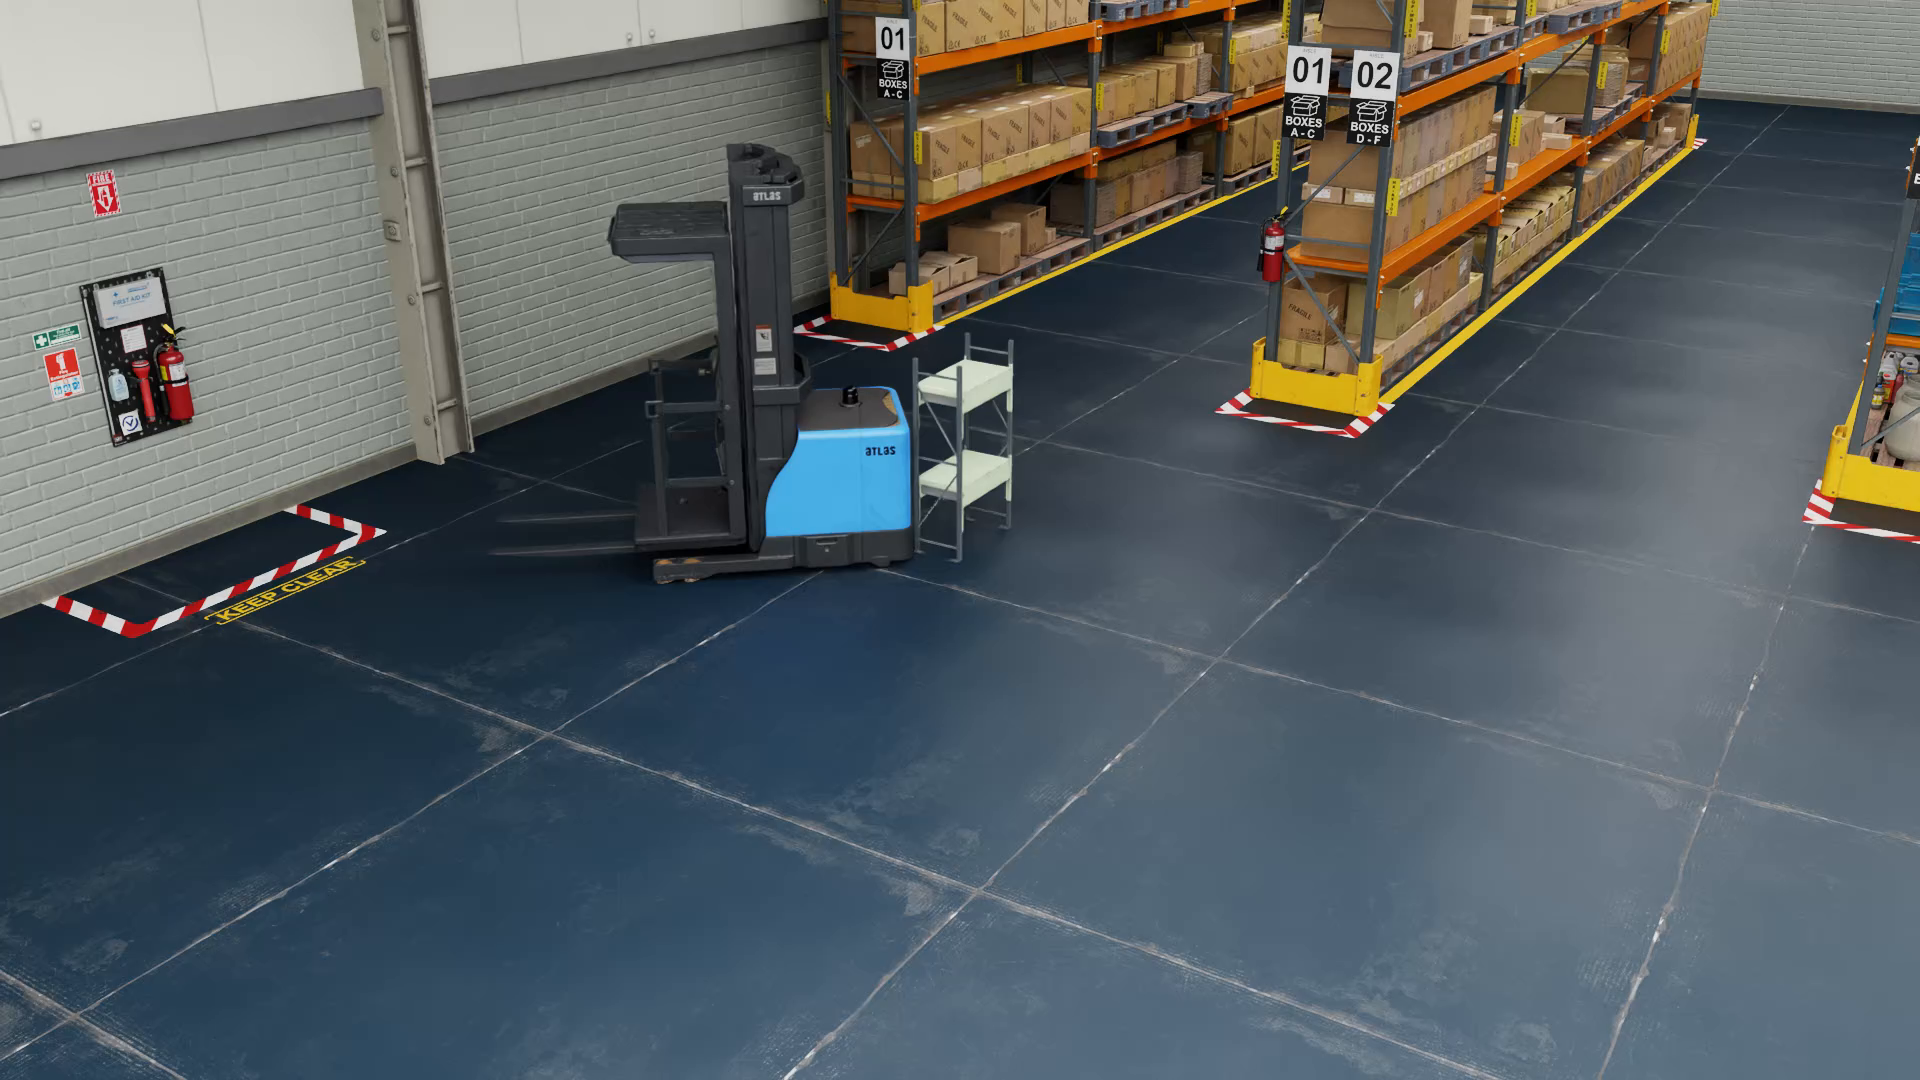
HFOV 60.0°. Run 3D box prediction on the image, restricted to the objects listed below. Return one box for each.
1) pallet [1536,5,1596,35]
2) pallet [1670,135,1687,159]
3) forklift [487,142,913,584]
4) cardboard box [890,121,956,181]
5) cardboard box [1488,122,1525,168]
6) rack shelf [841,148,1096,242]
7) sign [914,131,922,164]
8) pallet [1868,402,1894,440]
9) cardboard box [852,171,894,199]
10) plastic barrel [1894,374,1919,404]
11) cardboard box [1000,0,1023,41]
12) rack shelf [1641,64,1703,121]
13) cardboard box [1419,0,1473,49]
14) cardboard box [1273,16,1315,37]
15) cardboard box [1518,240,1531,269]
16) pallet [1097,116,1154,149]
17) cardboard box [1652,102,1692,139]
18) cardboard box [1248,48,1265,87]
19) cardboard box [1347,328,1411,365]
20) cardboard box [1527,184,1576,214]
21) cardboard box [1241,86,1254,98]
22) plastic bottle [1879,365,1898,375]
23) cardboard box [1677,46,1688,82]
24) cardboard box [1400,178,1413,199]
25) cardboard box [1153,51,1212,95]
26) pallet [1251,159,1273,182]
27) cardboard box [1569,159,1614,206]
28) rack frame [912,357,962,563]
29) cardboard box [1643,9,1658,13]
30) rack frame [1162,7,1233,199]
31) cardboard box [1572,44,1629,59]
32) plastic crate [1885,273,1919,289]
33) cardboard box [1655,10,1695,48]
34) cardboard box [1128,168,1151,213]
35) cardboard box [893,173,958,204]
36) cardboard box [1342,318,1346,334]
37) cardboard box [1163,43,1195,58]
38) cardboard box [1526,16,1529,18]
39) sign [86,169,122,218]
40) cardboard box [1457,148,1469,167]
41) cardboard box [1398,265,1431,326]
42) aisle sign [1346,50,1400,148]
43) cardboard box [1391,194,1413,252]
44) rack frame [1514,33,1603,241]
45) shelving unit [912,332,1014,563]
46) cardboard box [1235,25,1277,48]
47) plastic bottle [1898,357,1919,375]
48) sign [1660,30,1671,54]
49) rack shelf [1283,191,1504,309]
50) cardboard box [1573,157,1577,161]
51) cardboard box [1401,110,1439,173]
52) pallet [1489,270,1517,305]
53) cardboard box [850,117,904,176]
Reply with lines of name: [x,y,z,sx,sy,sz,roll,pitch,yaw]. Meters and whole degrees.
pallet: [6.669,-6.046,19.238,1.003,0.211,1.213,15,28,31]
pallet: [11.299,-6.507,27.352,1.003,0.211,1.213,14,27,29]
forklift: [-1.901,-1.258,11.802,3.031,2.935,1.130,-3,24,-8]
cardboard box: [-0.384,-4.101,17.504,0.500,0.500,0.500,14,27,29]
cardboard box: [6.126,-4.511,19.105,0.500,0.500,0.500,16,28,33]
rack shelf: [0.163,-4.064,19.102,1.077,0.370,4.000,14,27,29]
sign: [-0.431,-4.002,16.965,0.100,0.325,0.005,14,27,29]
pallet: [8.603,-1.082,14.818,1.003,0.211,1.213,14,27,29]
cardboard box: [-0.810,-3.857,17.884,0.500,0.250,0.500,14,27,30]
plastic barrel: [8.072,-1.101,13.956,0.421,0.512,0.421,0,23,0]
cardboard box: [0.346,-5.746,18.156,0.500,0.500,0.500,16,28,32]
rack shelf: [10.704,-7.077,26.063,1.077,0.370,4.000,14,27,29]
cardboard box: [4.427,-4.864,15.440,0.500,0.500,0.500,14,27,29]
cardboard box: [5.131,-7.923,25.642,0.500,0.250,0.500,15,27,30]
cardboard box: [6.394,-3.395,19.584,0.500,0.250,0.500,13,27,27]
pallet: [1.745,-5.208,21.082,1.003,0.211,1.213,14,27,29]
cardboard box: [11.681,-6.902,27.345,0.500,0.500,0.500,14,27,29]
cardboard box: [4.086,-6.895,24.213,0.500,0.500,0.500,15,28,31]
cardboard box: [4.051,-1.917,16.170,0.500,0.250,0.500,14,27,29]
cardboard box: [7.472,-4.342,21.066,0.500,0.311,0.500,15,27,30]
cardboard box: [4.051,-6.530,24.186,0.380,0.149,0.250,15,27,31]
plastic bottle: [8.351,-1.432,14.993,0.152,0.276,0.135,13,27,28]
cardboard box: [10.949,-7.407,25.793,0.500,0.500,0.500,13,27,28]
cardboard box: [3.979,-3.286,15.459,0.380,0.149,0.250,14,27,29]
cardboard box: [3.089,-6.506,23.159,0.700,0.500,0.500,11,26,23]
pallet: [4.453,-5.799,25.717,1.003,0.211,1.213,14,27,29]
cardboard box: [8.562,-4.877,22.667,0.500,0.500,0.500,13,27,28]
rack frame: [-0.160,-0.565,12.003,0.400,1.500,0.023,13,27,28]
cardboard box: [10.496,-7.975,25.847,0.500,0.500,0.500,14,27,28]
rack frame: [3.328,-6.419,23.637,1.000,3.000,0.127,14,27,29]
cardboard box: [9.209,-6.858,23.996,0.700,0.500,0.500,5,24,11]
plastic crate: [7.882,-2.024,13.672,0.499,0.251,0.408,14,27,29]
cardboard box: [10.951,-7.859,25.579,0.500,0.500,0.500,15,27,31]
cardboard box: [2.126,-4.724,22.315,0.700,0.500,0.500,14,27,30]
cardboard box: [-0.364,-3.757,17.653,0.500,0.250,0.500,13,27,27]
cardboard box: [3.604,-2.027,16.424,0.500,0.250,0.500,14,27,29]
cardboard box: [3.015,-6.730,22.859,0.380,0.149,0.250,9,25,20]
cardboard box: [6.049,-5.924,18.379,0.500,0.250,0.500,11,26,24]
sign: [-5.847,-2.367,11.360,0.001,0.298,0.199,14,27,29]
cardboard box: [4.929,-3.896,16.867,0.380,0.149,0.250,14,27,29]
cardboard box: [4.306,-2.432,16.416,0.500,0.500,0.500,14,27,29]
aisle sign: [3.544,-3.788,14.289,0.394,0.787,0.004,14,27,29]
cardboard box: [3.849,-3.061,15.755,0.700,0.500,0.500,15,27,30]
rack frame: [7.539,-5.382,21.242,1.000,3.000,0.127,14,27,29]
shelving unit: [0.028,-0.690,12.291,0.431,1.500,0.755,13,27,28]
cardboard box: [4.330,-7.405,24.445,0.500,0.250,0.500,14,27,29]
plastic bottle: [8.672,-1.529,15.217,0.152,0.276,0.135,14,27,29]
sign: [10.122,-7.148,23.865,0.100,0.325,0.005,14,27,29]
rack shelf: [4.374,-3.027,16.707,1.077,0.370,4.000,14,27,29]
cardboard box: [8.378,-5.155,23.309,0.500,0.500,0.500,13,26,27]
cardboard box: [4.142,-3.845,15.932,0.700,0.500,0.500,14,27,29]
pallet: [5.784,-3.009,19.271,1.003,0.211,1.213,14,27,29]
cardboard box: [-0.824,-4.207,17.747,0.500,0.500,0.500,14,27,28]
